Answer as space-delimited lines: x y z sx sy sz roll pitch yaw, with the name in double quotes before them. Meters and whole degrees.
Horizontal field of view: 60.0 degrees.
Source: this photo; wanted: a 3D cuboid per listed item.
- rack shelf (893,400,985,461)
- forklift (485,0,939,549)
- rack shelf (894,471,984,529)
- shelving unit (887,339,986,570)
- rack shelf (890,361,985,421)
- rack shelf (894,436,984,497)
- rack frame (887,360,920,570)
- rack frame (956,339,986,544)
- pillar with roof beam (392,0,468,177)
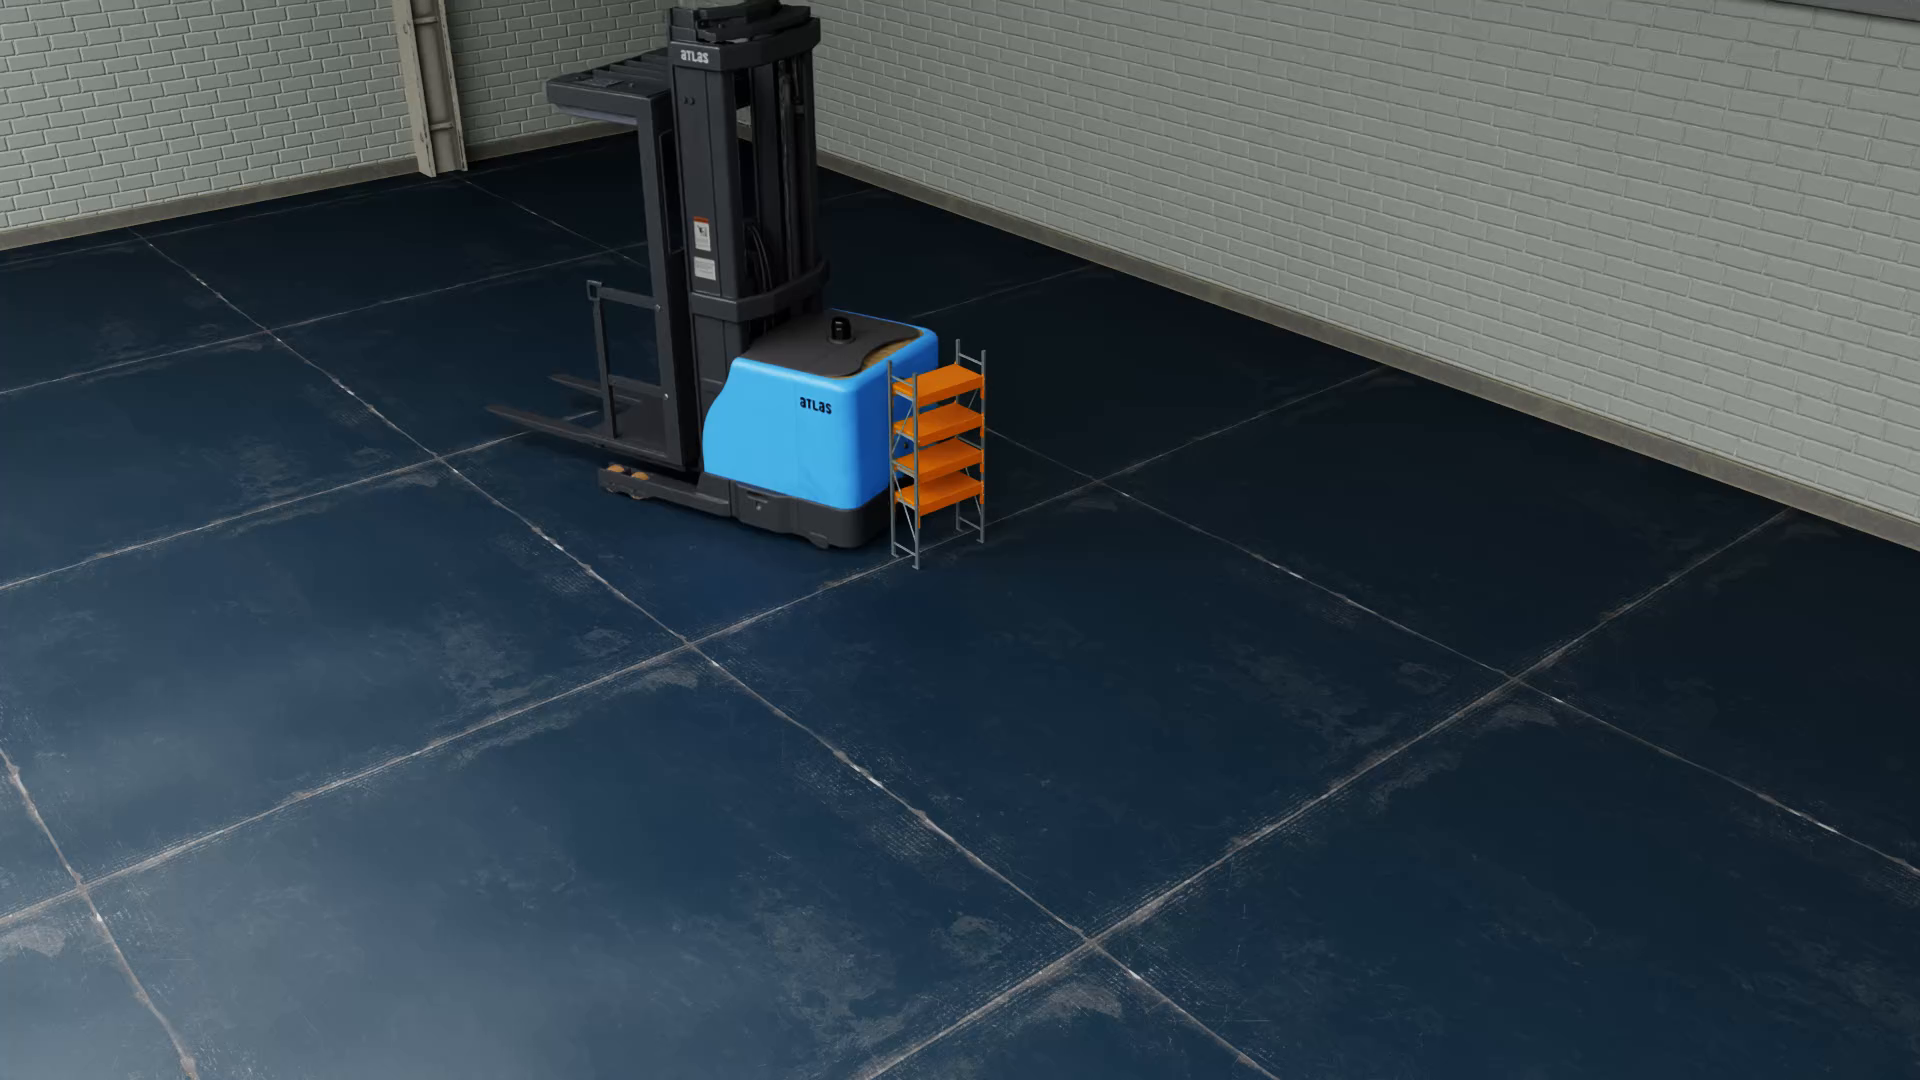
"rack shelf" -0.126 -0.616 9.299 0.480 0.148 0.258 -22 35 -35
"forklift" -1.645 -1.738 9.893 3.031 2.935 1.130 15 32 26
"rack shelf" -0.126 -0.244 9.498 0.480 0.148 0.258 -22 35 -35
"shelving unit" -0.126 -0.479 9.372 0.503 1.200 0.258 -22 35 -35
"rack shelf" -0.126 -0.825 9.187 0.480 0.148 0.258 -22 35 -35
"rack shelf" -0.126 -0.419 9.404 0.480 0.148 0.258 -22 35 -35
"rack frame" -0.312 -0.404 9.233 0.015 1.200 0.240 -22 35 -35
"rack frame" 0.060 -0.553 9.512 0.015 1.200 0.240 -22 35 -35
"pillar with roof beam" -2.393 -6.136 11.684 0.400 9.000 9.100 -22 35 -35
